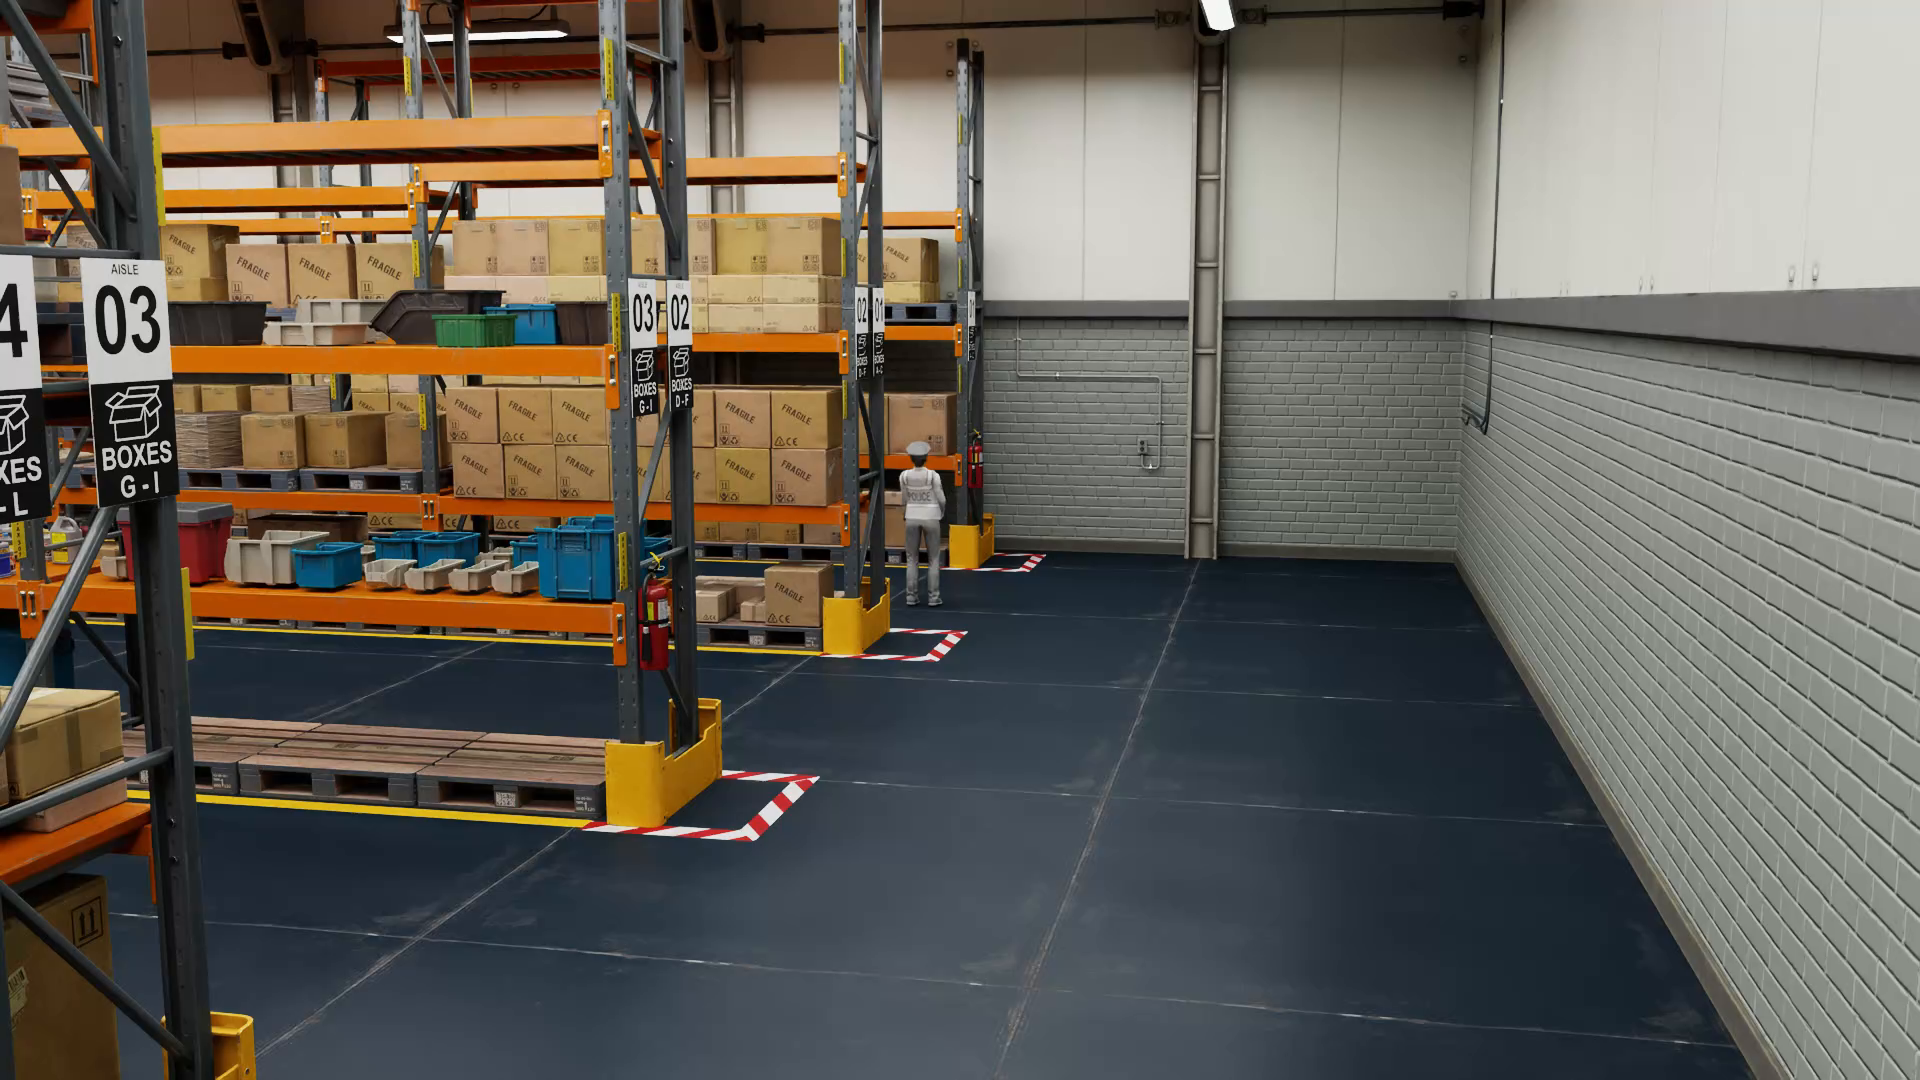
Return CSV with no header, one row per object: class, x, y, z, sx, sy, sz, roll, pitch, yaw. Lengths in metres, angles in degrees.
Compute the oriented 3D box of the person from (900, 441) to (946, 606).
person,-0.372,-0.179,16.984,0.460,1.686,0.556,2,8,11
